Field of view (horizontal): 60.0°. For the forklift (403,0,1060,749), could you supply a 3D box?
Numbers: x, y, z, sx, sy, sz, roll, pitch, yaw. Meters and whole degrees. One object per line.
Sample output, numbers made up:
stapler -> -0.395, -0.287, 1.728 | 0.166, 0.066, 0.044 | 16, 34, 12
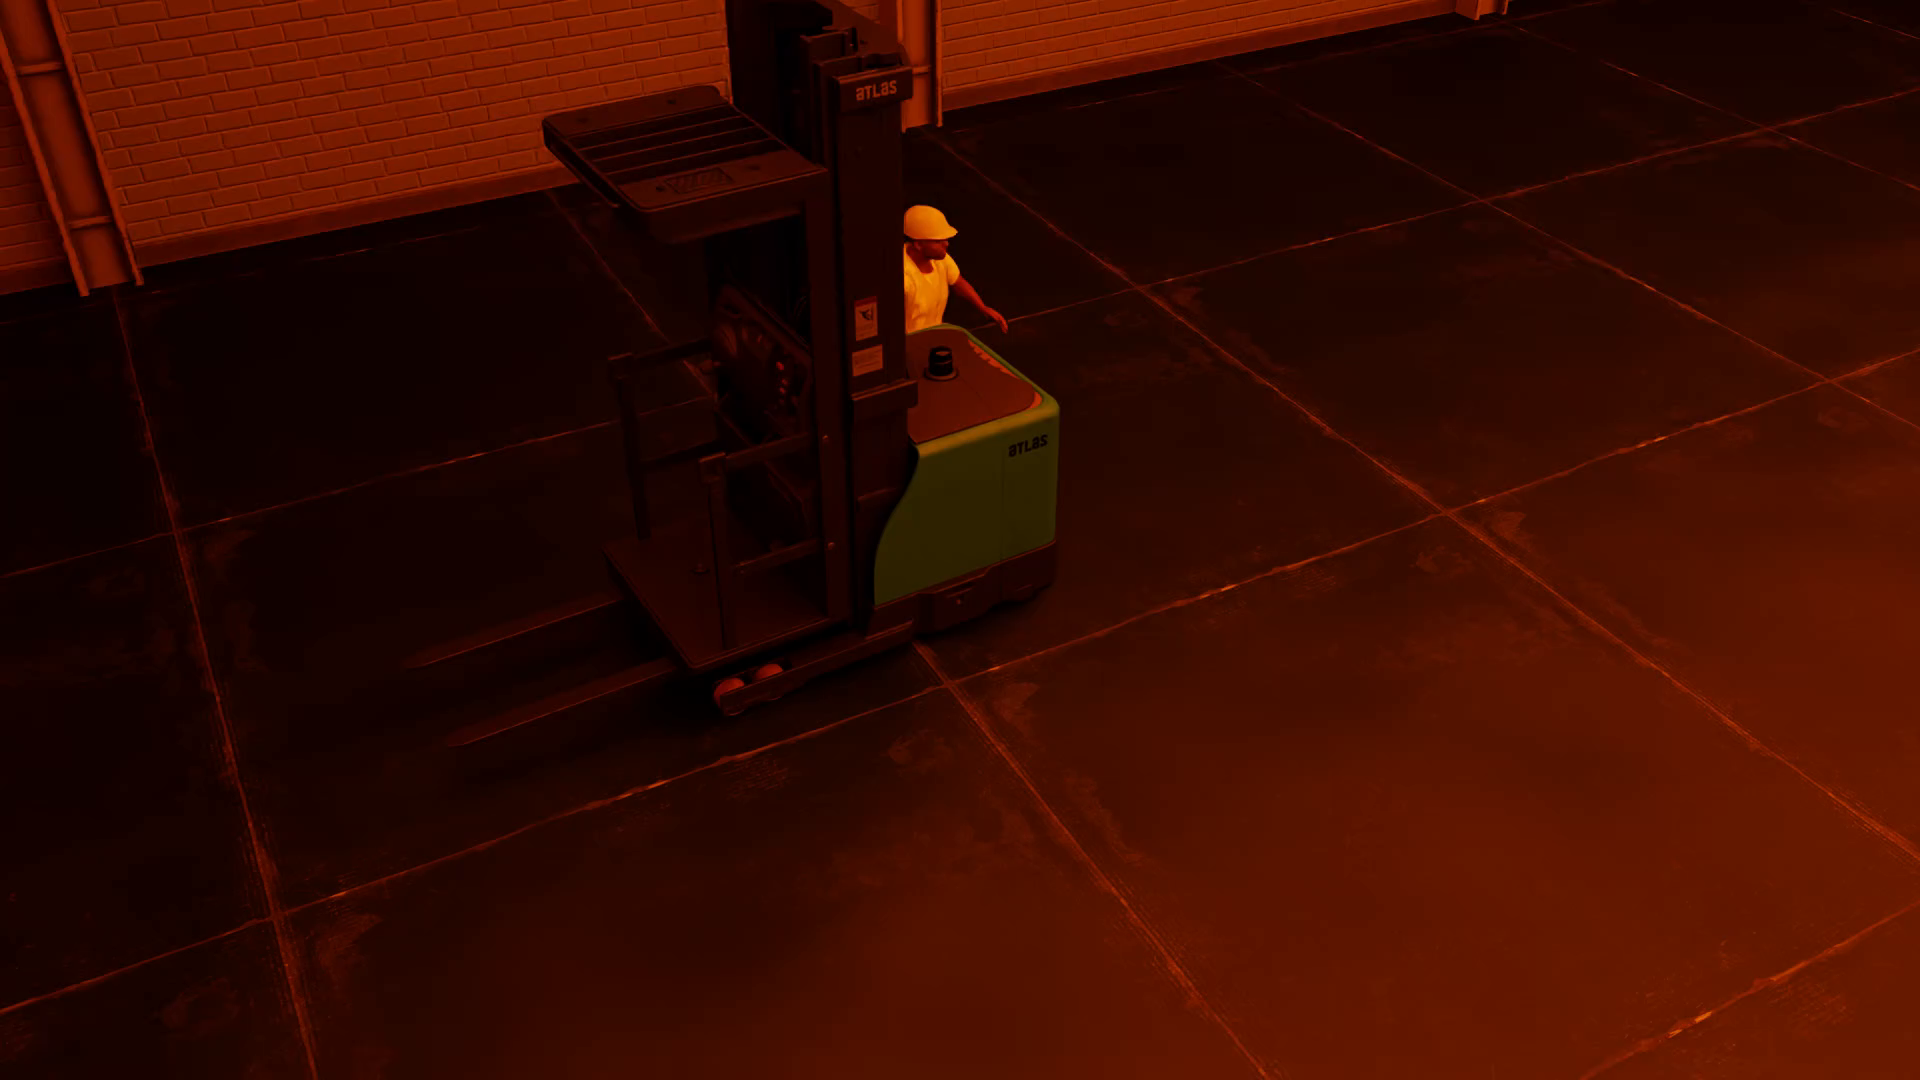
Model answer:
forklift -> -1.046, -0.752, 7.187 | 3.031, 2.935, 1.130 | -19, 40, -25

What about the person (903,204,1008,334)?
person -> -0.010, -1.009, 8.815 | 0.875, 1.541, 0.861 | 12, 37, 16
